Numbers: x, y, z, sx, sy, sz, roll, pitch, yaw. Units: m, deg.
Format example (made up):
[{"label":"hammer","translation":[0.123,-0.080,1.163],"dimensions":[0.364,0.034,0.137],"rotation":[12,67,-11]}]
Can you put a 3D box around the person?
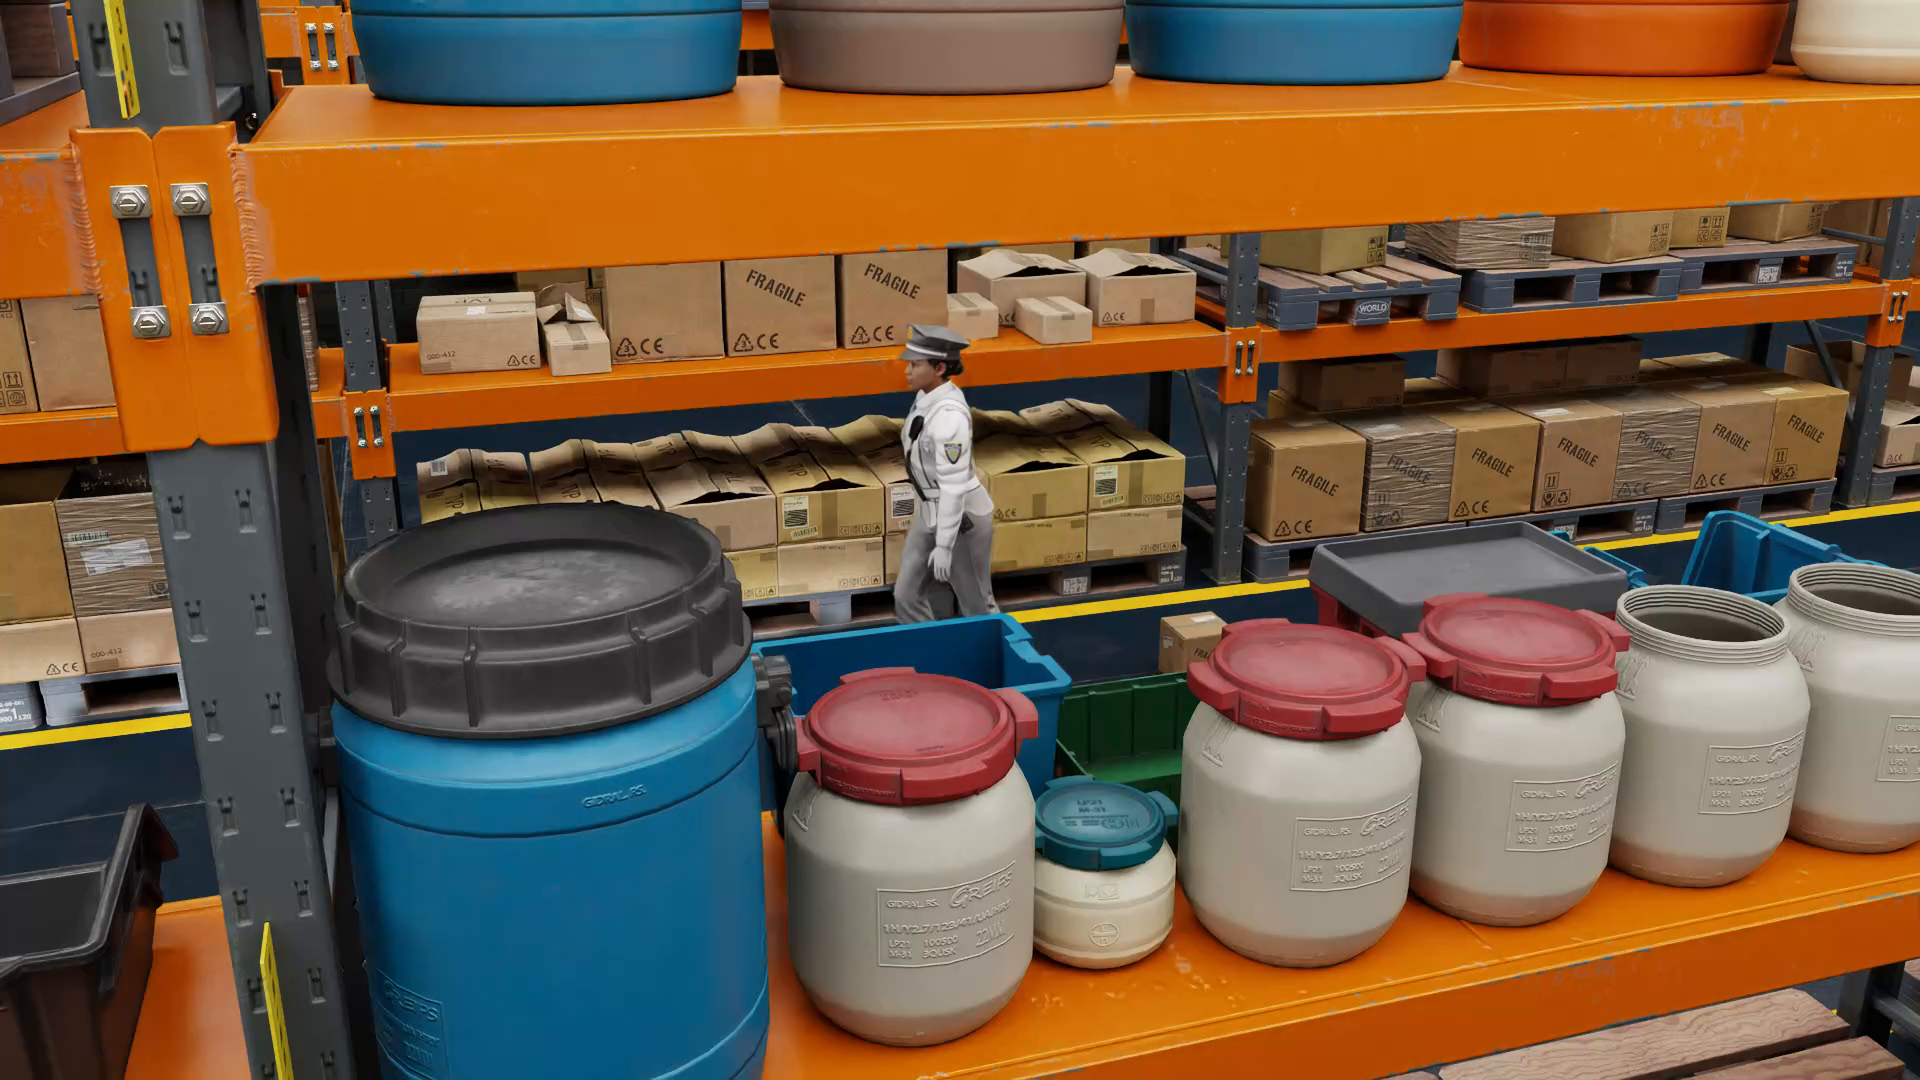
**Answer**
[{"label":"person","translation":[-0.016,-0.040,6.695],"dimensions":[0.577,1.715,0.508],"rotation":[-6,20,-15]}]
